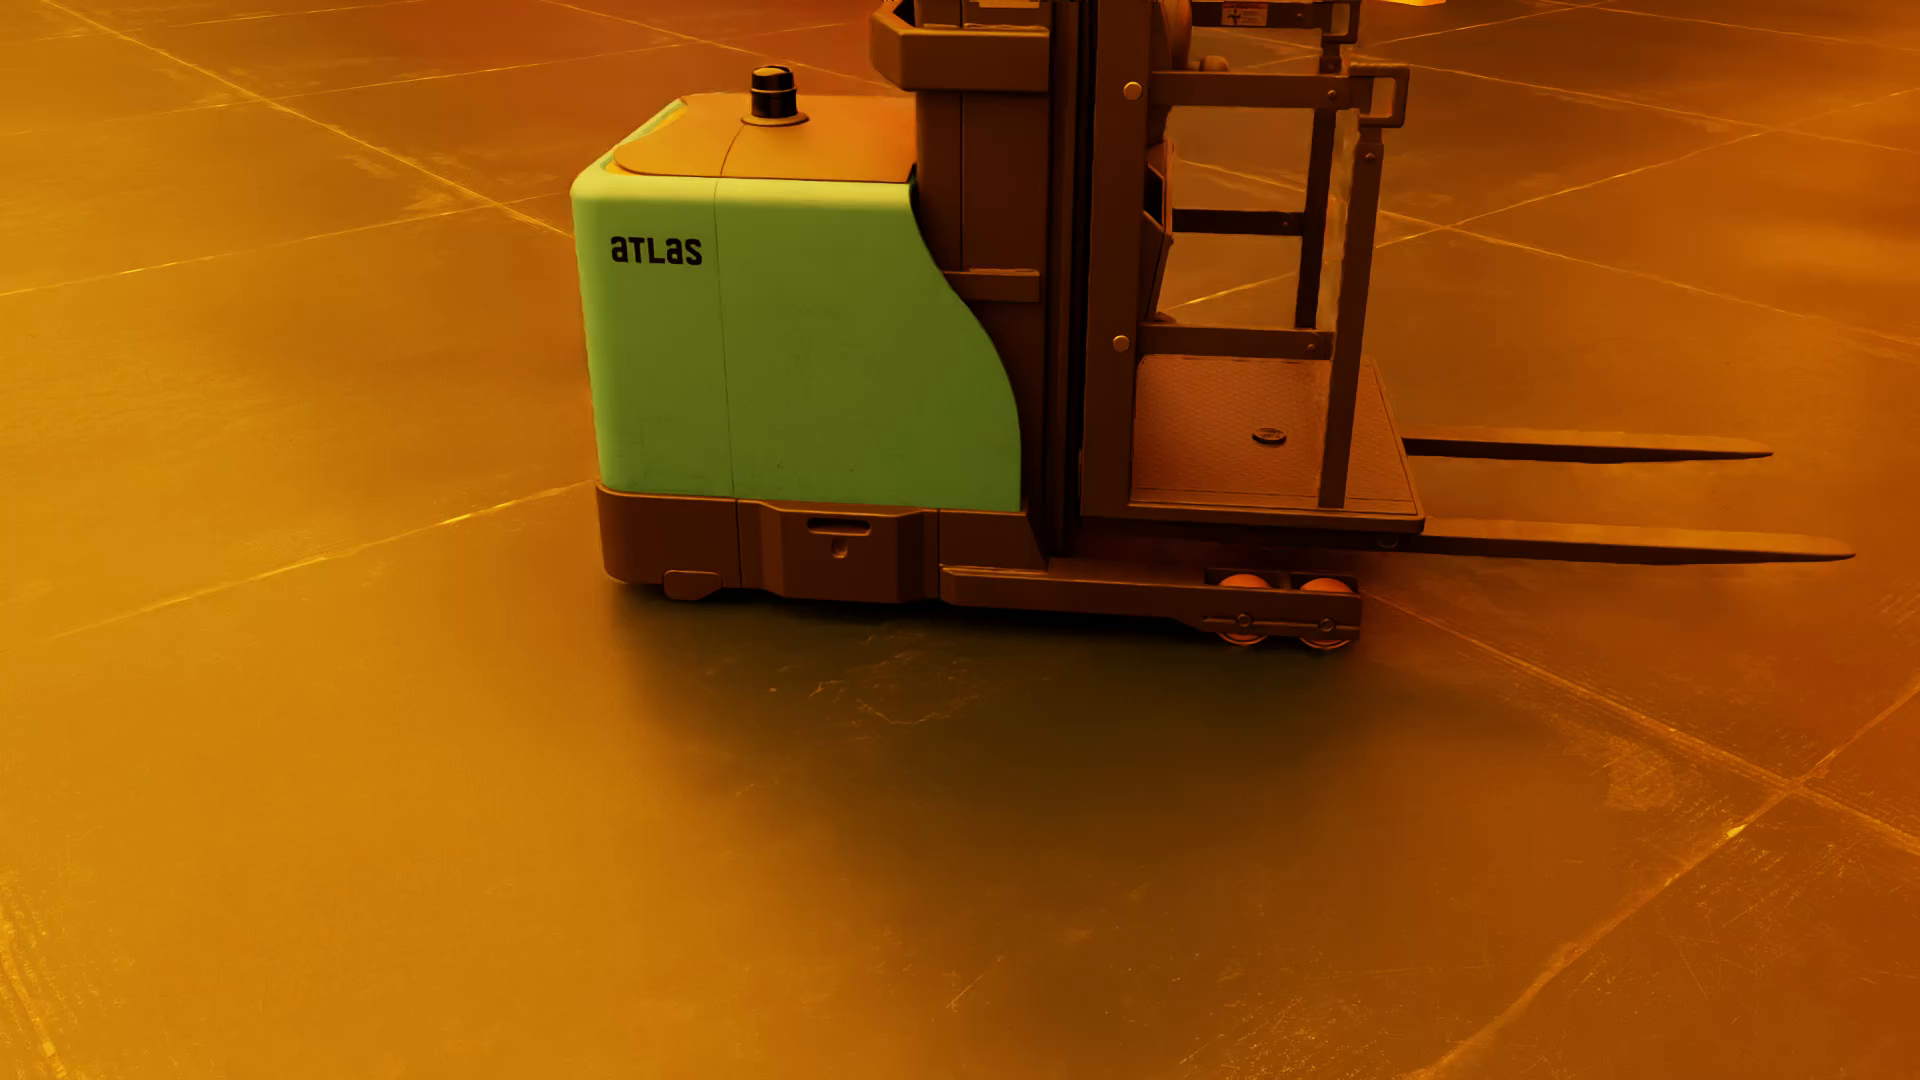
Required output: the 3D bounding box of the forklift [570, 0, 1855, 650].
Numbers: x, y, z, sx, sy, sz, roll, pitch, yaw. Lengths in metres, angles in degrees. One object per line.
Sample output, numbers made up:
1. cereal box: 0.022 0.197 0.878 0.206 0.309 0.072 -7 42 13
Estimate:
1. forklift: 0.651 -1.302 3.827 3.031 2.935 1.130 3 27 6
